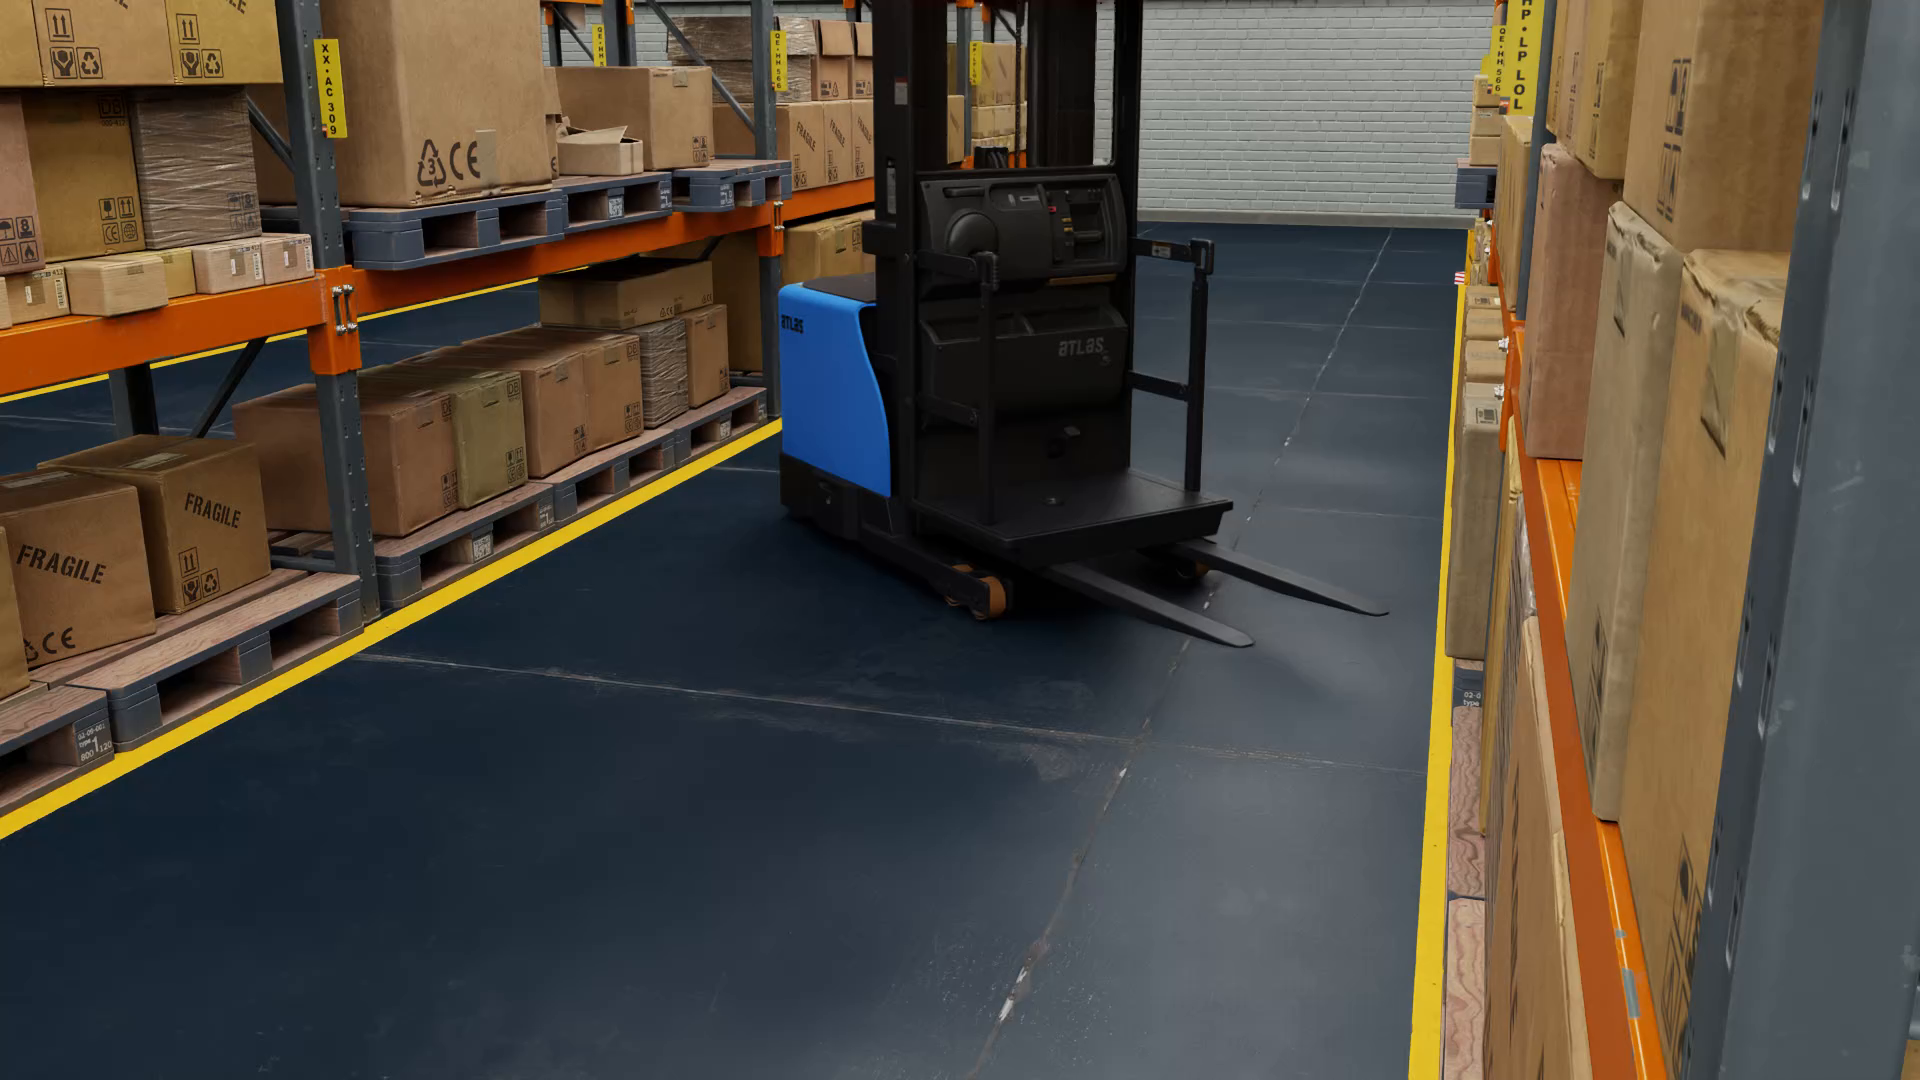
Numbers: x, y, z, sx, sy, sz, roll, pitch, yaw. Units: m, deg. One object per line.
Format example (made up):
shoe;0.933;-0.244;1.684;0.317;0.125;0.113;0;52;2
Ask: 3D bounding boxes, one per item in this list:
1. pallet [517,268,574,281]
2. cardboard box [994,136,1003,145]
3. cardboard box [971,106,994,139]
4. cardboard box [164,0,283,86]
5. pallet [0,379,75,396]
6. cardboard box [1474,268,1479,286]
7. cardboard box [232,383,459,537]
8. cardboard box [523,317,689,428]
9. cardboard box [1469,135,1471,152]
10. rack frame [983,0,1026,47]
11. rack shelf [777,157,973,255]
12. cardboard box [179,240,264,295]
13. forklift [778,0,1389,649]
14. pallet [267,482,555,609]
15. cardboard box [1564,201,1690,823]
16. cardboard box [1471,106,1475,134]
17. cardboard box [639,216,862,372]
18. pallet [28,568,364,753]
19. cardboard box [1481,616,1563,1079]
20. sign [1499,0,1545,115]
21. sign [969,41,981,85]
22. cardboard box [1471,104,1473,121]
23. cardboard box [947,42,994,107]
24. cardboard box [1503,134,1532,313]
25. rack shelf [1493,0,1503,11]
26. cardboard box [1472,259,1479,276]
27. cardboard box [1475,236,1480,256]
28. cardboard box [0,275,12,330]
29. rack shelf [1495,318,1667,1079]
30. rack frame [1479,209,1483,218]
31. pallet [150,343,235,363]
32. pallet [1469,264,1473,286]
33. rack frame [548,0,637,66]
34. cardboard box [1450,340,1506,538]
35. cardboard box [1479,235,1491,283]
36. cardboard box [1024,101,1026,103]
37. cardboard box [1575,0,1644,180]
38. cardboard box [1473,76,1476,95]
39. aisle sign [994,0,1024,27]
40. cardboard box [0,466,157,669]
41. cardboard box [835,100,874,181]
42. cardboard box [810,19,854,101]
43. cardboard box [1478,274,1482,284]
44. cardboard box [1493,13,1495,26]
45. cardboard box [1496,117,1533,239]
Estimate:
pallet;-4.639;-2.820;16.884;1.003;0.211;1.213;5;16;16
cardboard box;0.145;-3.330;14.034;0.380;0.149;0.250;5;17;18
cardboard box;-0.023;-3.435;13.674;0.500;0.250;0.500;4;16;15
cardboard box;-2.545;-1.702;5.272;0.500;0.500;0.500;5;16;16
pallet;-6.550;-1.058;10.673;1.003;0.211;1.213;5;16;16
cardboard box;4.169;-2.003;12.804;0.380;0.149;0.250;4;16;13
cardboard box;-2.486;-0.337;6.795;0.700;0.500;0.500;3;16;12
cardboard box;-1.861;-0.901;8.785;0.700;0.500;0.500;3;16;11
cardboard box;3.176;-2.318;9.694;0.380;0.149;0.250;4;16;13
rack frame;0.729;-4.308;17.022;1.000;3.000;0.127;5;16;16
rack shelf;-0.976;-2.392;11.585;1.077;0.370;4.000;5;16;16
cardboard box;-2.540;-0.904;5.481;0.380;0.149;0.250;5;16;16
forklift;0.376;-1.252;6.374;1.130;2.935;3.031;-10;18;-31
pallet;-2.461;-0.031;7.052;1.003;0.211;1.213;5;16;16
cardboard box;1.107;-0.030;1.662;0.875;0.550;0.550;5;16;16
cardboard box;2.961;-2.263;8.956;0.380;0.149;0.250;5;17;18
cardboard box;-1.328;-1.574;10.506;1.225;0.875;0.875;4;16;13
pallet;-2.838;0.351;5.704;1.003;0.211;1.213;5;16;16
cardboard box;1.287;0.696;2.503;0.875;0.875;0.875;4;16;15
sign;1.523;-1.316;4.496;0.100;0.325;0.005;5;16;16
sign;0.116;-3.741;13.045;0.100;0.325;0.005;5;16;16
cardboard box;3.548;-2.804;10.864;0.380;0.149;0.250;4;16;13
cardboard box;-0.026;-3.799;13.581;0.500;0.500;0.500;5;16;16
cardboard box;1.938;-0.963;5.044;0.500;0.500;0.500;5;16;16
rack shelf;4.888;-4.471;13.416;1.077;0.370;4.000;5;16;16
cardboard box;4.763;-2.417;14.808;0.380;0.149;0.250;5;17;17
cardboard box;4.471;-2.428;13.756;0.380;0.149;0.250;4;16;14
cardboard box;-2.863;-0.646;4.569;0.380;0.149;0.250;5;16;16
rack shelf;1.478;0.112;2.757;1.077;0.370;4.000;5;16;16
rack frame;5.456;-3.897;15.572;1.000;3.000;0.127;5;16;16
pallet;-6.109;-1.467;12.116;1.003;0.211;1.213;5;16;16
pallet;5.170;-2.326;15.143;1.003;0.211;1.213;5;16;16
rack frame;-4.019;-4.692;18.376;1.000;3.000;0.127;5;16;16
cardboard box;2.414;-0.299;6.239;1.050;0.750;0.750;5;16;16
cardboard box;3.558;-1.765;10.494;0.500;0.250;0.500;5;17;18
cardboard box;0.557;-3.966;15.545;0.500;0.250;0.500;4;16;14
cardboard box;1.435;-0.833;2.514;0.875;0.550;0.500;5;16;16
cardboard box;3.400;-2.812;10.348;0.380;0.149;0.250;5;17;18
aisle sign;0.462;-5.601;16.815;0.394;0.787;0.004;5;16;16
cardboard box;-2.988;0.084;5.348;0.500;0.500;0.500;11;19;33
cardboard box;-0.858;-2.639;10.953;0.500;0.500;0.500;4;16;15
cardboard box;-1.133;-3.106;10.762;0.797;0.503;0.637;5;17;17
cardboard box;3.706;-1.539;11.069;0.500;0.500;0.500;5;17;18
cardboard box;4.626;-4.072;13.628;0.500;0.500;0.500;4;16;14
cardboard box;2.511;-1.491;6.905;0.500;0.500;0.500;5;16;16
